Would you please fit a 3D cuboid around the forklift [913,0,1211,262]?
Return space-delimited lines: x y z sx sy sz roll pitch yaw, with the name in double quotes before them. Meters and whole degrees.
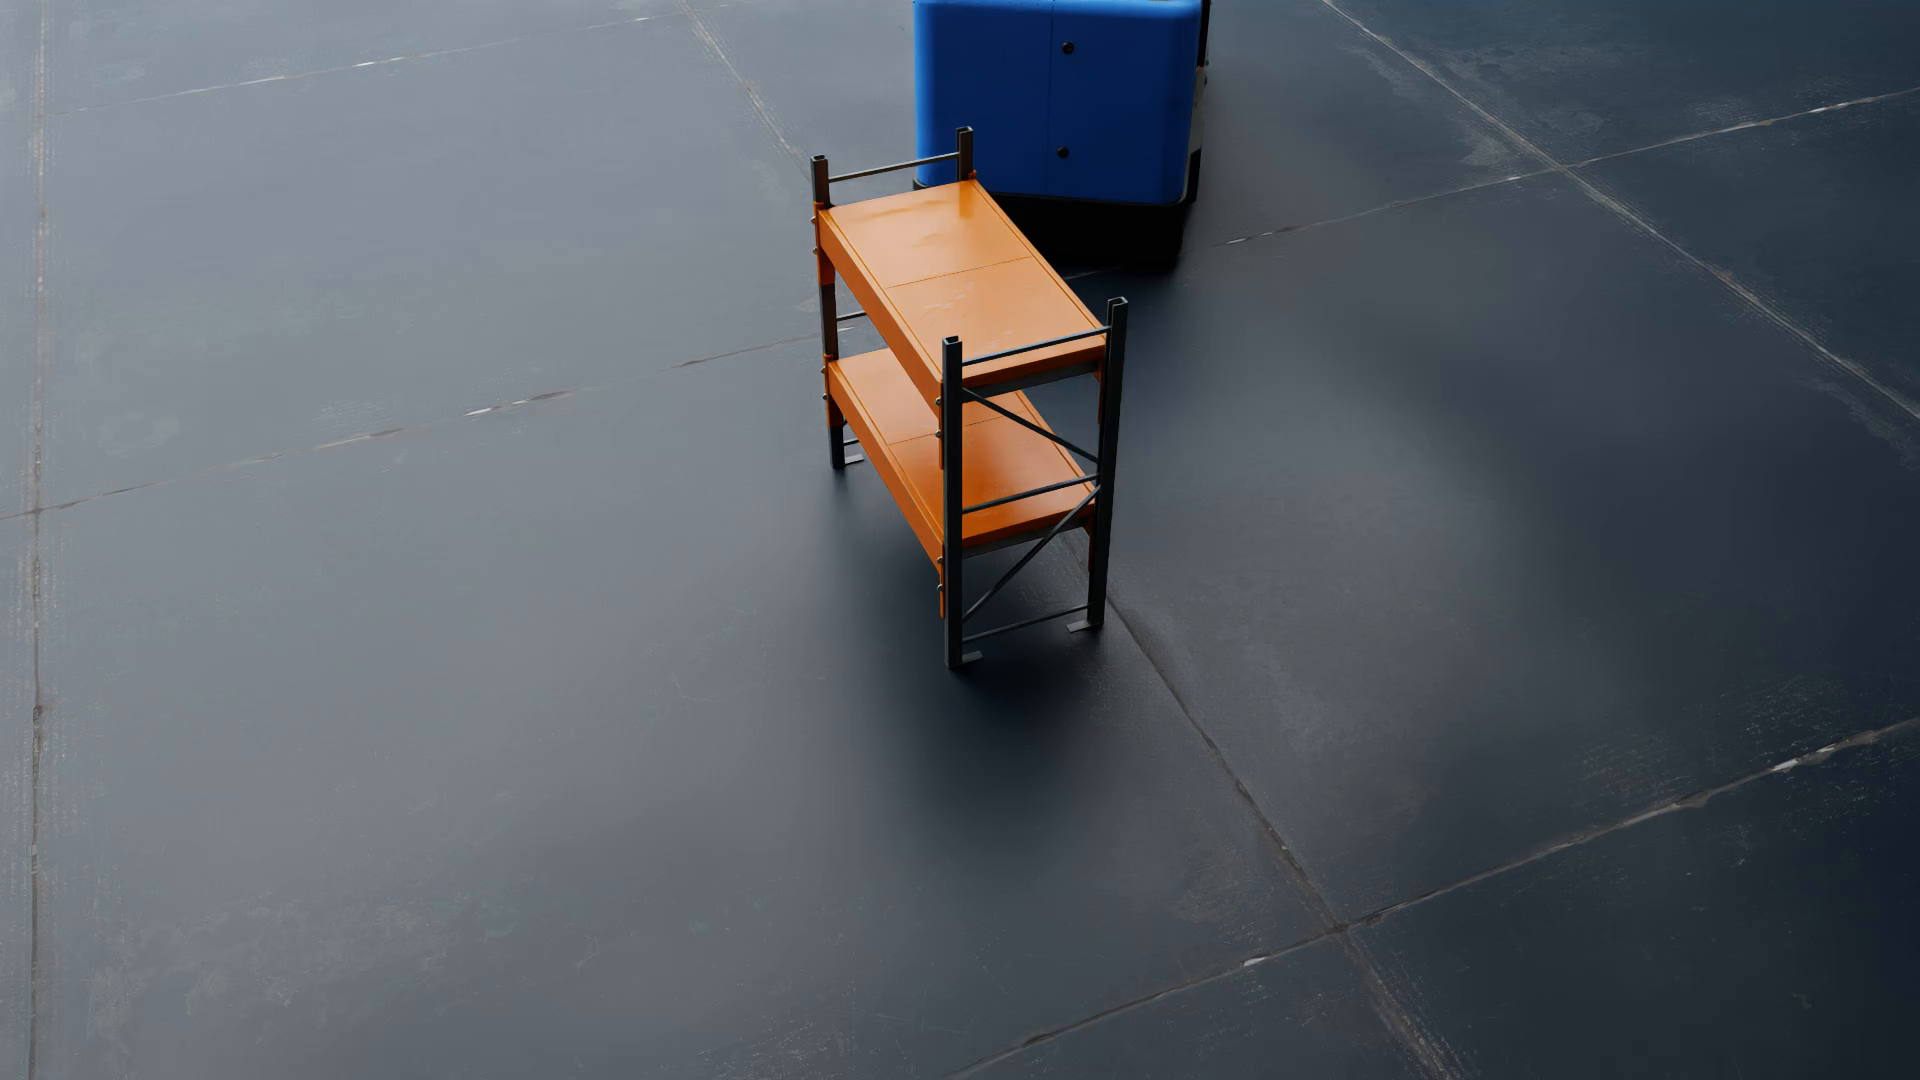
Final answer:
"forklift" 0.555 -3.142 6.656 1.130 2.935 3.031 6 41 7

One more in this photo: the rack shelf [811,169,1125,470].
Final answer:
"rack shelf" -0.003 -0.652 4.697 0.538 0.278 1.000 -15 43 -17

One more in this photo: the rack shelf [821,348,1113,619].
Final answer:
"rack shelf" -0.003 -0.245 5.047 0.538 0.278 1.000 -15 43 -17

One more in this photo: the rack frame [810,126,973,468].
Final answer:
"rack frame" -0.197 -0.737 5.244 0.500 1.125 0.032 -15 43 -17

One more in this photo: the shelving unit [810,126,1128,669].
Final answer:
"shelving unit" -0.003 -0.431 4.888 0.538 1.125 1.048 -15 43 -17

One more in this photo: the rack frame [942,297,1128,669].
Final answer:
"rack frame" 0.192 -0.124 4.532 0.500 1.125 0.032 -15 43 -17
